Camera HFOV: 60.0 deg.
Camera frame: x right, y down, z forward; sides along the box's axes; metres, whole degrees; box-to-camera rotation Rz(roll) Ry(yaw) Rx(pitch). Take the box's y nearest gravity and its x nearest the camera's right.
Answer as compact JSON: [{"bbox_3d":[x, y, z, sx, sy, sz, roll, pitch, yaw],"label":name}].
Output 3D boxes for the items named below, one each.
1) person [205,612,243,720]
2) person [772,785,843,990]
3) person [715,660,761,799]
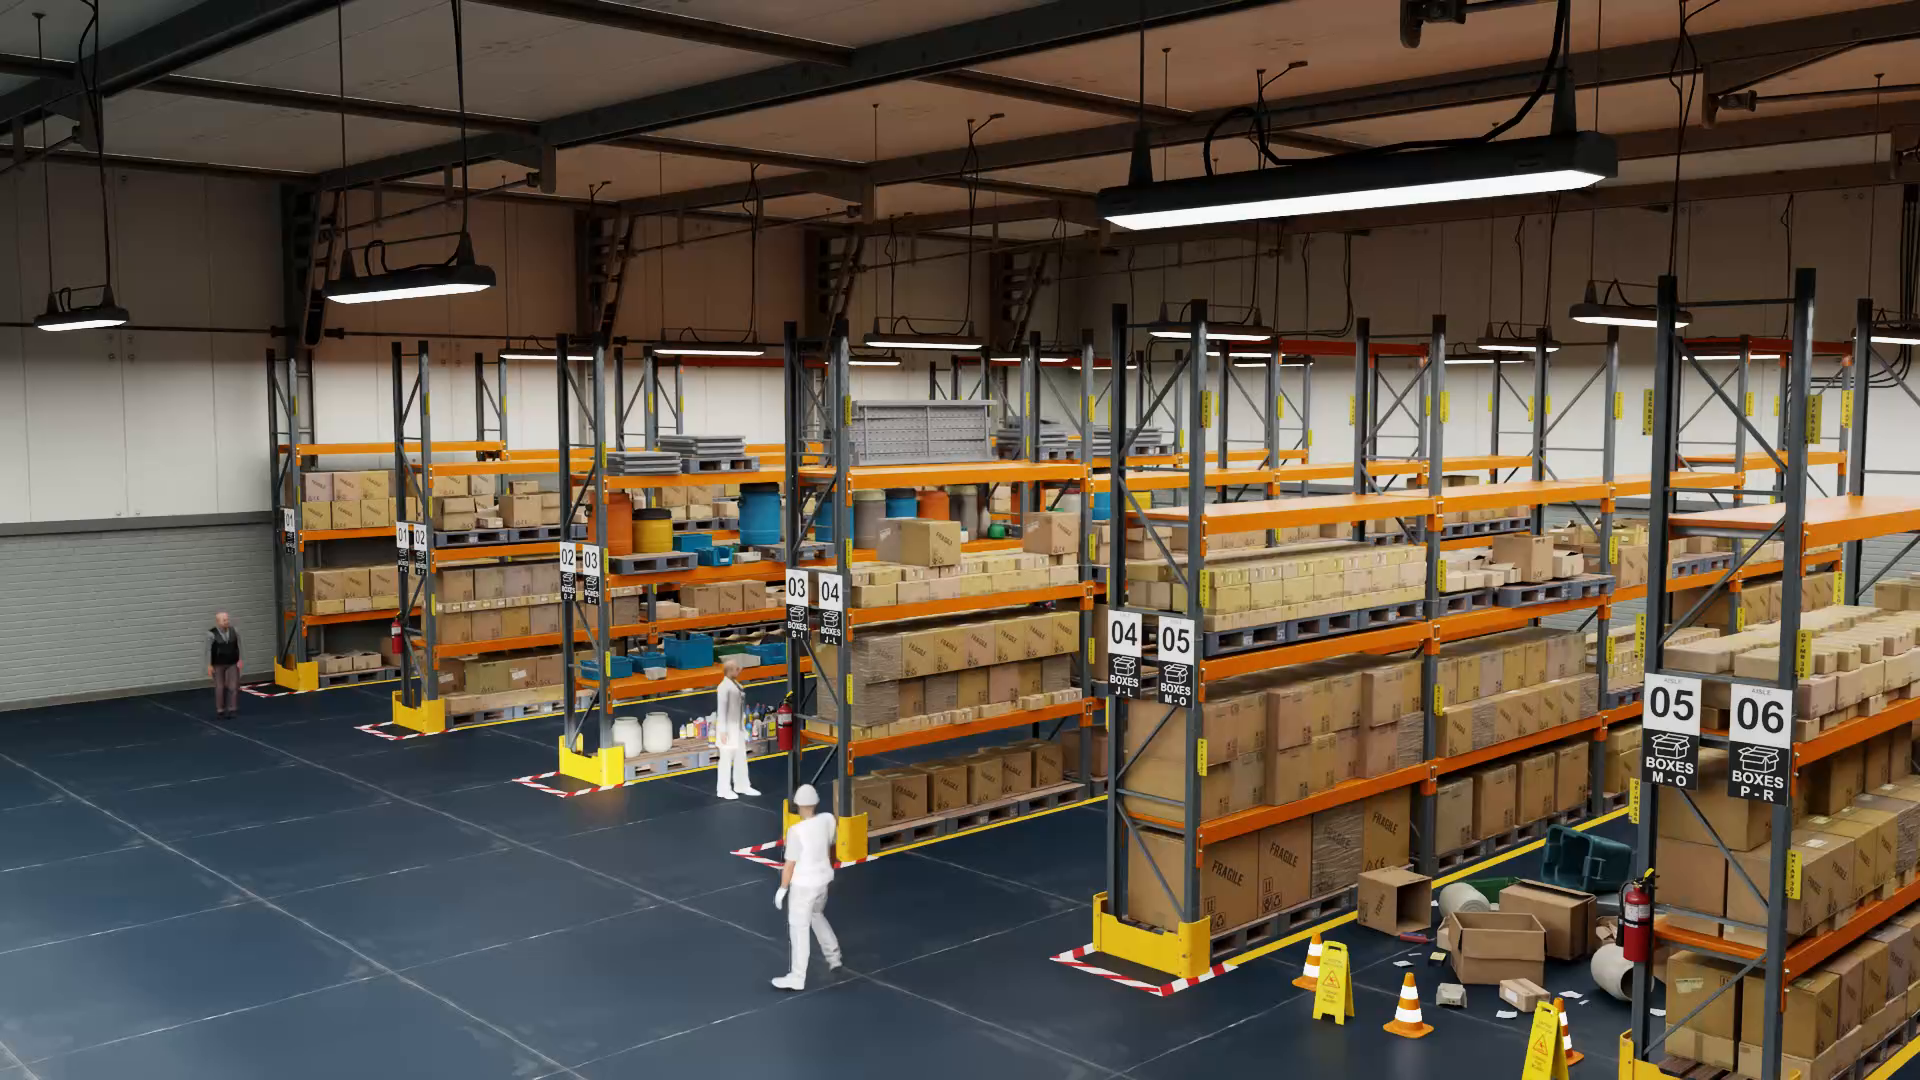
[{"bbox_3d":[-11.788,2.009,26.634,0.572,1.732,0.389,-4,6,-36],"label":"person"},{"bbox_3d":[-1.326,3.005,14.558,0.491,1.782,0.648,3,6,31],"label":"person"},{"bbox_3d":[-2.889,2.446,21.385,0.499,1.815,0.666,1,5,14],"label":"person"}]
